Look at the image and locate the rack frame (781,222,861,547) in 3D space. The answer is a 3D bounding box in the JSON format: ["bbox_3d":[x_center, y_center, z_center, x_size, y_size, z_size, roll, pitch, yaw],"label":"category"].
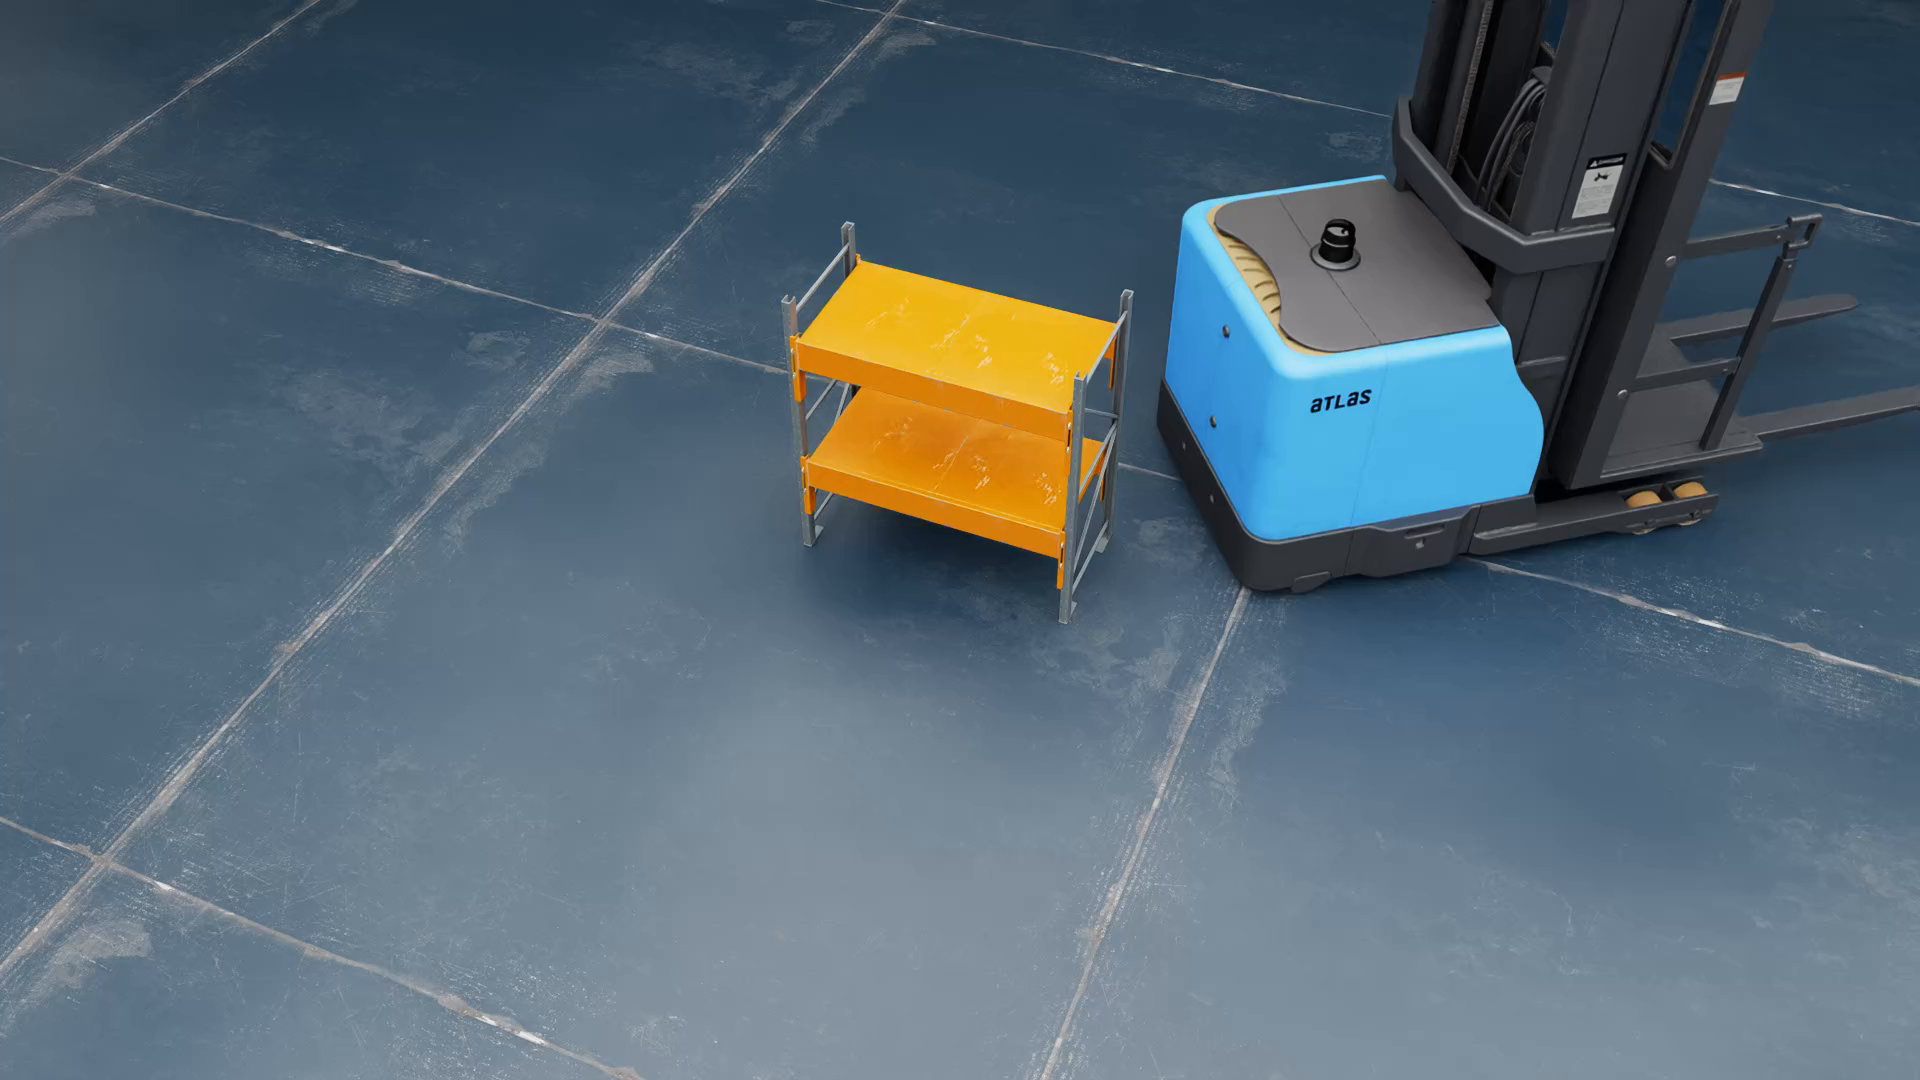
[{"bbox_3d":[-0.475,-0.539,5.994,0.032,1.125,0.500,16,47,16],"label":"rack frame"}]

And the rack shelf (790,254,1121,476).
[{"bbox_3d":[-0.006,-0.608,5.649,1.000,0.278,0.538,16,47,16],"label":"rack shelf"}]

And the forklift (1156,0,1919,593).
[{"bbox_3d":[2.355,-1.413,5.592,3.031,2.935,1.130,-10,46,-10],"label":"forklift"}]

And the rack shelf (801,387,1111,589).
[{"bbox_3d":[-0.006,-0.227,6.028,1.000,0.278,0.538,16,47,16],"label":"rack shelf"}]

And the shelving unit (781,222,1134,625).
[{"bbox_3d":[-0.006,-0.401,5.855,1.048,1.125,0.538,16,47,16],"label":"shelving unit"}]

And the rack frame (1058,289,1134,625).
[{"bbox_3d":[0.463,-0.263,5.716,0.032,1.125,0.500,16,47,16],"label":"rack frame"}]
